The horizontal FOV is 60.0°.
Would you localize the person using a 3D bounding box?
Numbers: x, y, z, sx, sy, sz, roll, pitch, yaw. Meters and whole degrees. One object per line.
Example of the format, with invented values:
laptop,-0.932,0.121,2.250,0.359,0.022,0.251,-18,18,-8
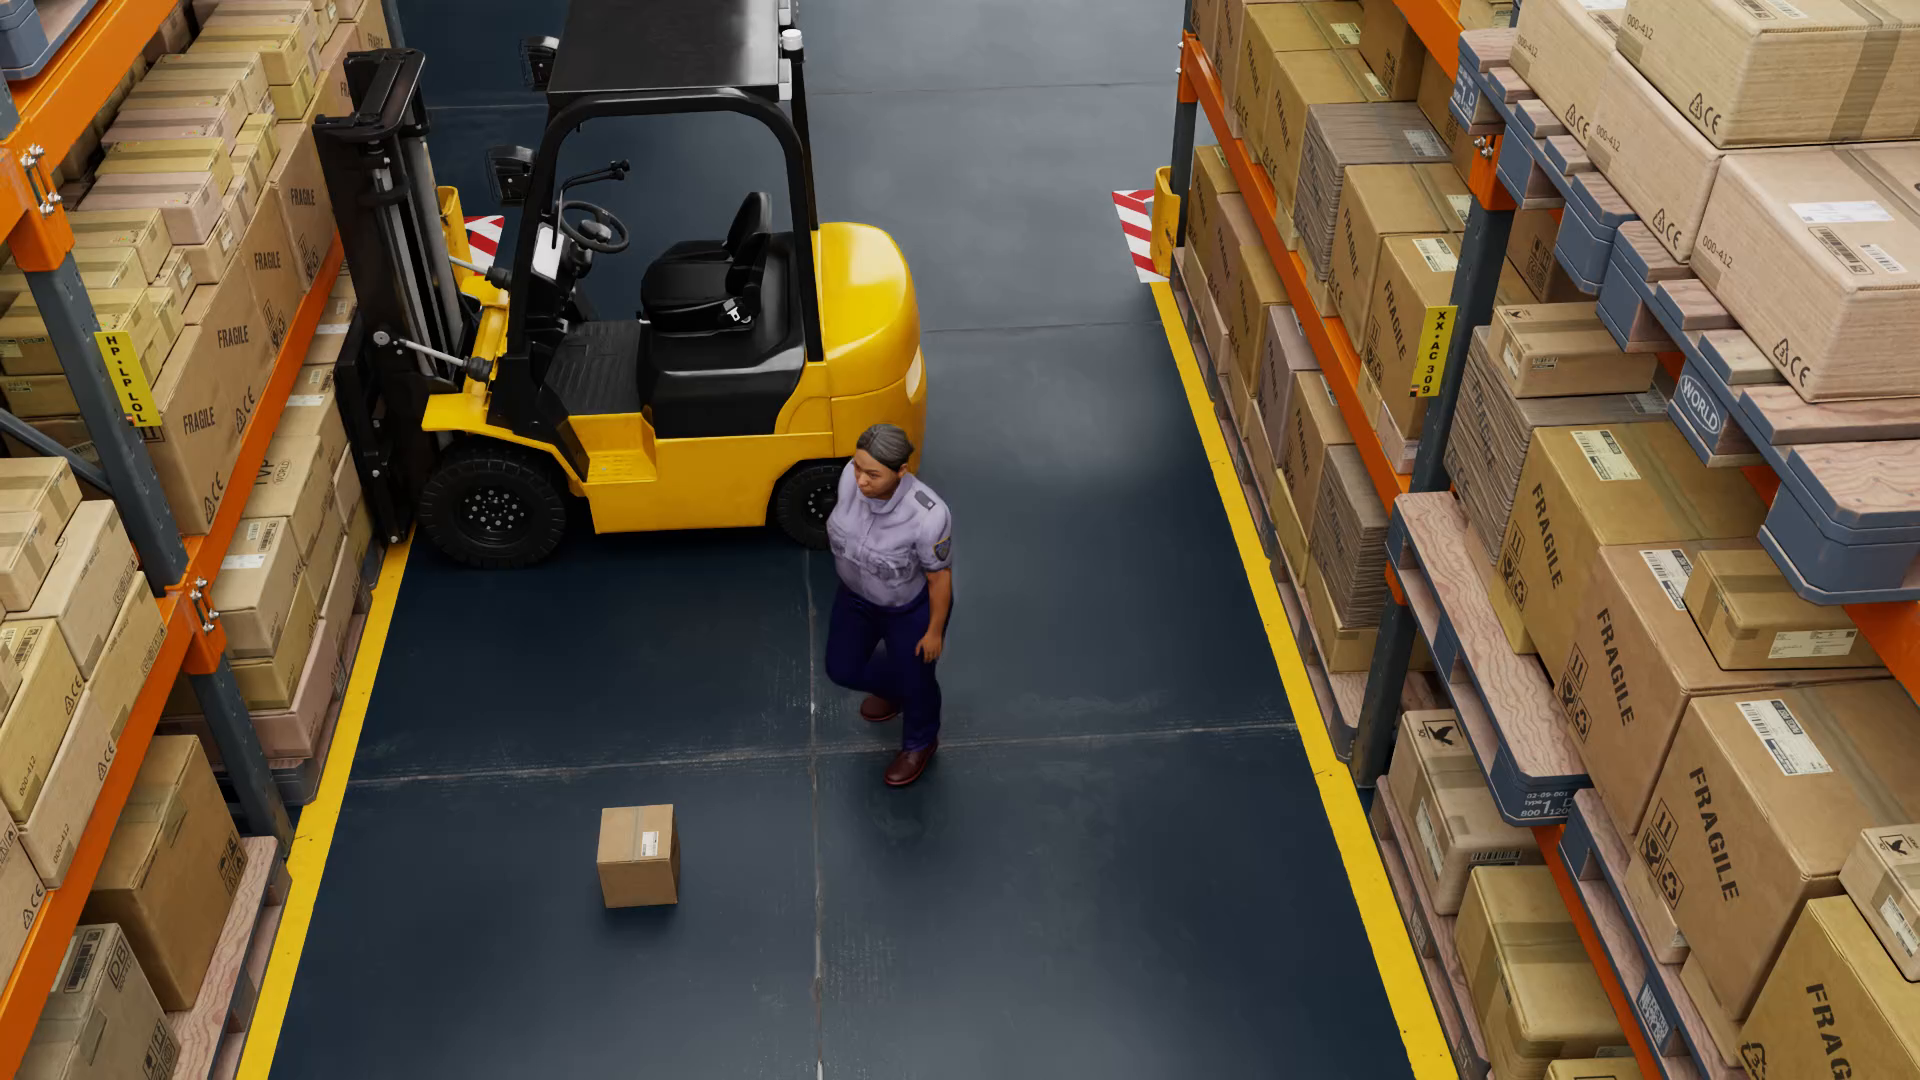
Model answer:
person,-0.215,0.201,5.907,0.522,1.644,0.477,25,46,27
